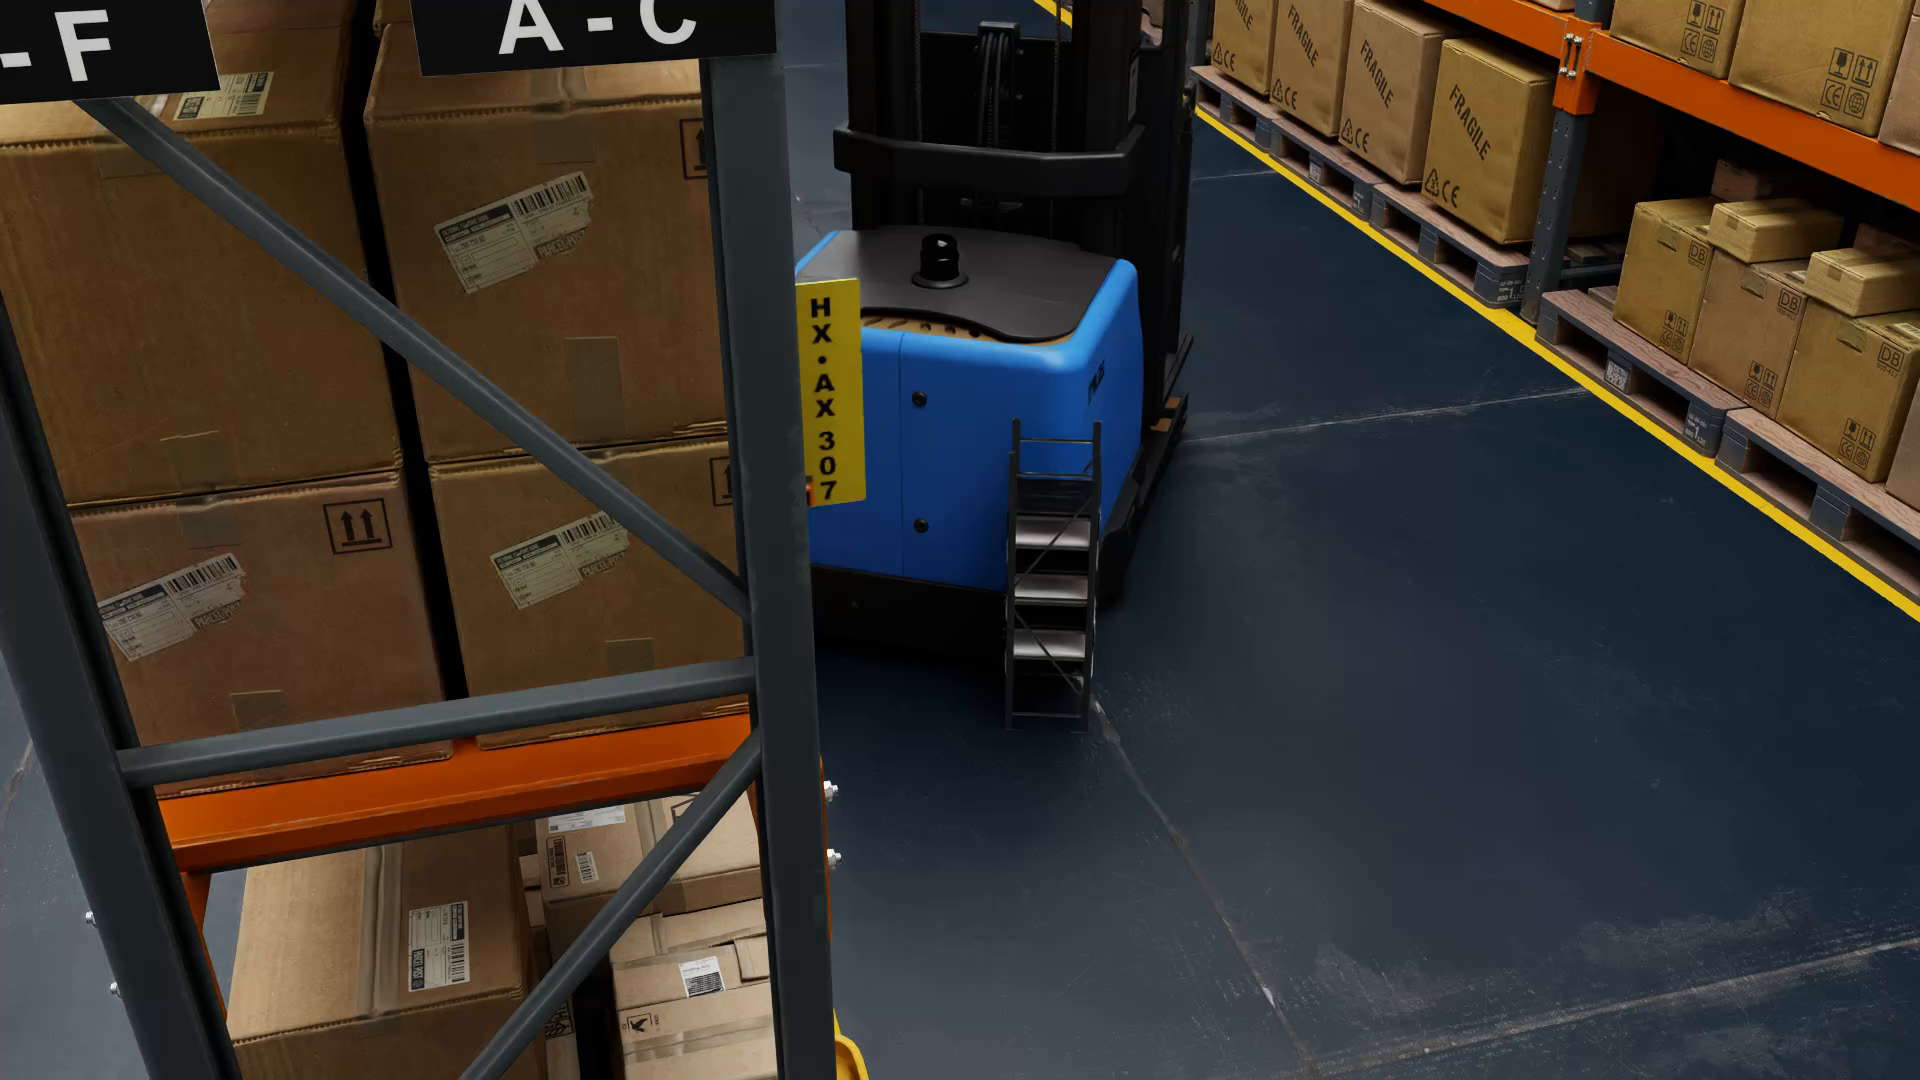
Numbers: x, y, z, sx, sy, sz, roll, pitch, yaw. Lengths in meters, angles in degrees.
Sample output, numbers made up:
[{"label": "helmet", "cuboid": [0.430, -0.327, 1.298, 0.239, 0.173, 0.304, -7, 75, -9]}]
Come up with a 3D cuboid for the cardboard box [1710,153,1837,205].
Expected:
[{"label": "cardboard box", "cuboid": [3.264, -1.439, 6.670, 0.380, 0.149, 0.250, -8, 31, -14]}]

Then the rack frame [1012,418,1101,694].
[{"label": "rack frame", "cuboid": [0.264, 0.064, 4.742, 0.240, 0.900, 0.006, 2, 30, 4]}]

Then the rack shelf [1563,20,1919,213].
[{"label": "rack shelf", "cuboid": [3.542, -1.059, 5.304, 1.077, 0.370, 4.000, -8, 31, -13]}]

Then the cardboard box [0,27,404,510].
[{"label": "cardboard box", "cuboid": [-1.086, -0.399, 2.346, 0.500, 0.500, 0.500, -8, 31, -14]}]

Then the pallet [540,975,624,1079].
[{"label": "pallet", "cuboid": [-0.935, 1.041, 3.741, 1.003, 0.211, 1.213, -8, 31, -13]}]

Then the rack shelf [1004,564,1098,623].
[{"label": "rack shelf", "cuboid": [0.257, 0.143, 4.671, 0.258, 0.077, 0.200, 2, 30, 4]}]

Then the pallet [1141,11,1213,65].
[{"label": "pallet", "cuboid": [1.743, -3.439, 11.481, 1.003, 0.211, 1.213, -8, 31, -13]}]

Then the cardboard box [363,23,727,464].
[{"label": "cardboard box", "cuboid": [-0.566, -0.470, 2.469, 0.500, 0.500, 0.500, -7, 31, -12]}]

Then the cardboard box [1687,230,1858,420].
[{"label": "cardboard box", "cuboid": [3.241, -0.819, 6.246, 0.700, 0.500, 0.500, -8, 31, -14]}]

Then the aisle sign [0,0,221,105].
[{"label": "aisle sign", "cuboid": [-0.980, -0.796, 1.535, 0.394, 0.787, 0.004, -8, 31, -13]}]

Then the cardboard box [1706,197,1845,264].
[{"label": "cardboard box", "cuboid": [3.026, -1.153, 6.176, 0.380, 0.149, 0.250, -7, 31, -12]}]

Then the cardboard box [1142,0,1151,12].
[{"label": "cardboard box", "cuboid": [1.683, -3.982, 11.692, 0.700, 0.500, 0.500, -8, 31, -13]}]

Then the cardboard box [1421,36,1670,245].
[{"label": "cardboard box", "cuboid": [2.713, -1.885, 7.738, 0.750, 0.750, 0.750, -7, 31, -13]}]

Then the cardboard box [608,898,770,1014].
[{"label": "cardboard box", "cuboid": [-0.548, 0.923, 3.550, 0.380, 0.166, 0.250, -8, 31, -13]}]

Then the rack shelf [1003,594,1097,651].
[{"label": "rack shelf", "cuboid": [0.257, 0.221, 4.716, 0.258, 0.077, 0.200, 2, 30, 4]}]

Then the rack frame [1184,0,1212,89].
[{"label": "rack frame", "cuboid": [1.949, -4.268, 10.130, 1.000, 3.000, 0.127, -8, 31, -13]}]

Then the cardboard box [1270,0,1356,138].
[{"label": "cardboard box", "cuboid": [2.244, -2.723, 9.187, 0.750, 0.750, 0.750, -8, 31, -14]}]

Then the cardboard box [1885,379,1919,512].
[{"label": "cardboard box", "cuboid": [3.524, -0.314, 5.374, 0.700, 0.500, 0.500, -9, 31, -15]}]

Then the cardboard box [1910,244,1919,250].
[{"label": "cardboard box", "cuboid": [3.542, -0.935, 5.800, 0.380, 0.149, 0.250, -8, 31, -13]}]

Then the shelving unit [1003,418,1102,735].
[{"label": "shelving unit", "cuboid": [0.257, 0.114, 4.654, 0.258, 0.900, 0.210, 2, 30, 4]}]

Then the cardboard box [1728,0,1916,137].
[{"label": "cardboard box", "cuboid": [3.328, -1.849, 5.651, 0.980, 0.700, 0.700, -9, 31, -15]}]

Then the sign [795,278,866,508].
[{"label": "sign", "cuboid": [-0.179, -0.191, 2.222, 0.100, 0.325, 0.005, -8, 31, -13]}]

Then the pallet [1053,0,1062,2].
[{"label": "pallet", "cuboid": [1.096, -4.618, 13.517, 1.003, 0.211, 1.213, -8, 31, -13]}]

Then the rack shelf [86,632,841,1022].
[{"label": "rack shelf", "cuboid": [-1.233, -0.399, 4.163, 1.077, 0.370, 4.000, -8, 31, -13]}]

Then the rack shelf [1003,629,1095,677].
[{"label": "rack shelf", "cuboid": [0.256, 0.299, 4.761, 0.258, 0.077, 0.200, 2, 30, 4]}]

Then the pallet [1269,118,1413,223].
[{"label": "pallet", "cuboid": [2.406, -2.083, 9.138, 1.003, 0.211, 1.213, -8, 31, -13]}]

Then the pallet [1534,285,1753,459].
[{"label": "pallet", "cuboid": [3.137, -0.752, 6.839, 1.003, 0.211, 1.213, -8, 31, -13]}]

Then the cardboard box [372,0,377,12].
[{"label": "cardboard box", "cuboid": [-1.363, -0.892, 3.199, 0.500, 0.500, 0.500, -7, 31, -12]}]

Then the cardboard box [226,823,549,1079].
[{"label": "cardboard box", "cuboid": [-1.084, 0.917, 3.227, 0.500, 0.500, 0.500, -8, 31, -13]}]

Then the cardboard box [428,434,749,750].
[{"label": "cardboard box", "cuboid": [-0.566, -0.037, 2.720, 0.500, 0.500, 0.500, -7, 31, -12]}]

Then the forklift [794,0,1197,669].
[{"label": "forklift", "cuboid": [0.252, -1.611, 5.607, 1.130, 2.935, 3.031, 8, 31, 14]}]

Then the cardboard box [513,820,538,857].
[{"label": "cardboard box", "cuboid": [-1.307, 0.563, 4.089, 0.500, 0.250, 0.500, -8, 31, -13]}]
